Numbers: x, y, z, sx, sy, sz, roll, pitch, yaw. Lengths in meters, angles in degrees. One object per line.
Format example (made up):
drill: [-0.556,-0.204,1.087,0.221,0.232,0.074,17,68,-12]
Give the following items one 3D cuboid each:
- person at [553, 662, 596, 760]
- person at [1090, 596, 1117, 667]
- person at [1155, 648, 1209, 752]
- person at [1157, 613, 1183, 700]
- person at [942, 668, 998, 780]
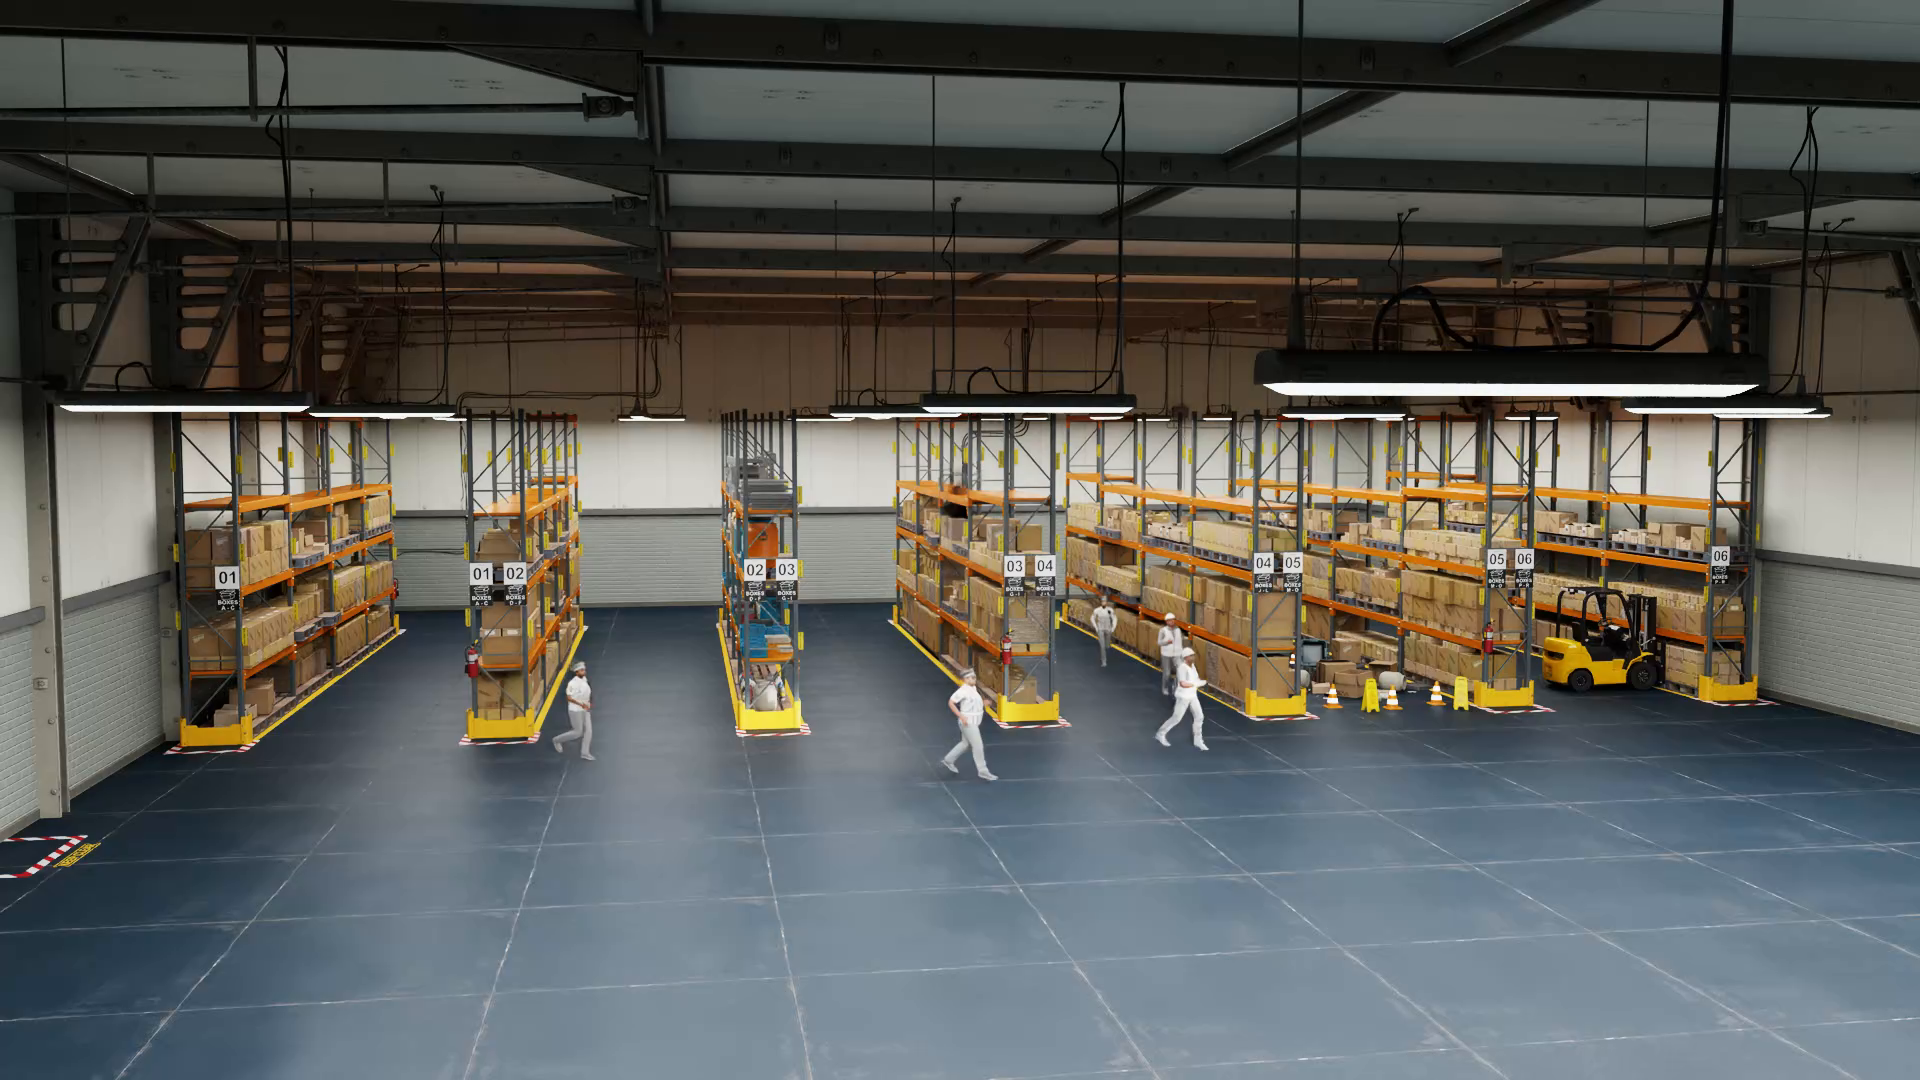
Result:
person: [-6.564,2.913,28.482,0.756,1.696,0.585,2,4,21]
person: [3.421,2.144,39.571,0.642,1.668,0.660,0,4,-5]
person: [3.922,2.792,29.241,0.929,1.828,0.695,2,5,31]
person: [4.405,2.428,34.628,0.637,1.814,0.711,-1,4,-11]
person: [0.163,2.945,26.783,0.955,1.782,0.658,1,4,15]
